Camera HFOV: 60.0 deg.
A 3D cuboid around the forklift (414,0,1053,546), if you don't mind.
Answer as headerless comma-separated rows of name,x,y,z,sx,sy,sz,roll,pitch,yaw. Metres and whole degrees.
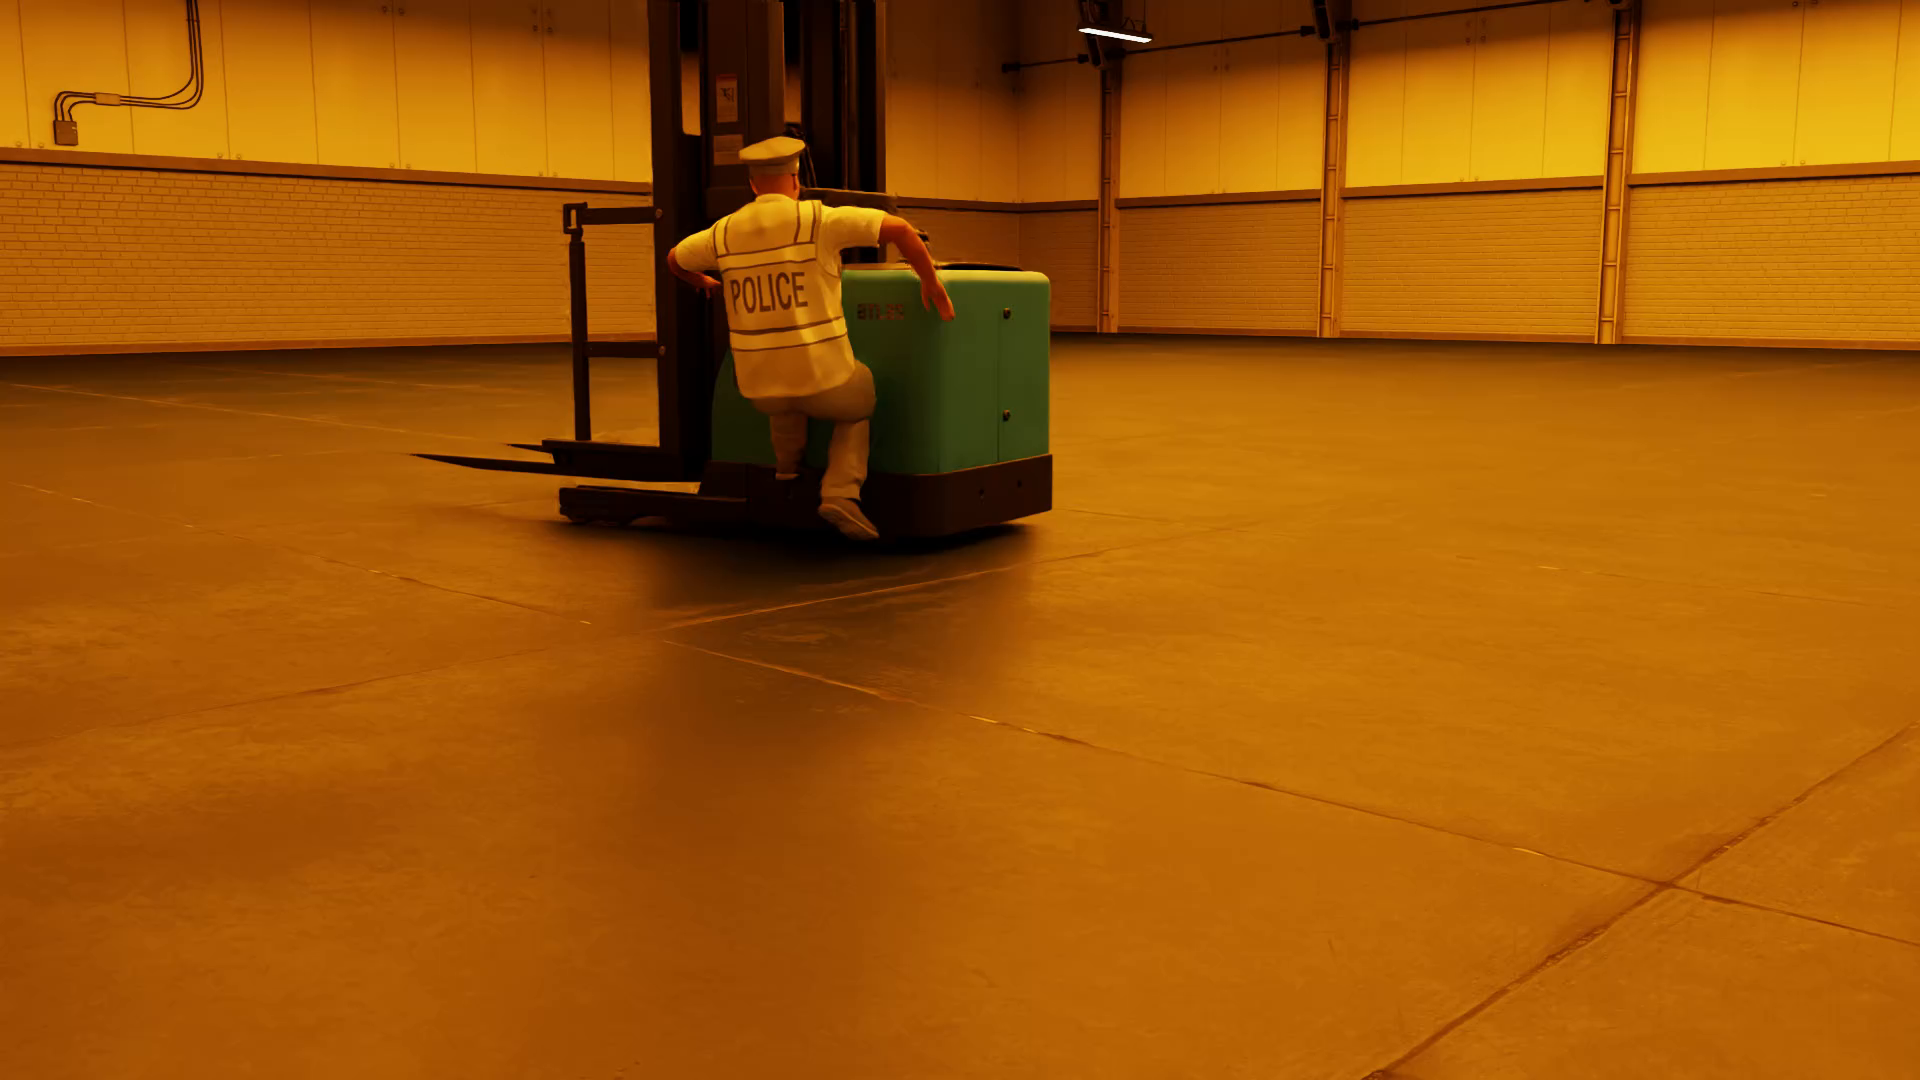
forklift,-1.136,-1.564,7.261,3.031,2.935,1.130,5,10,31
